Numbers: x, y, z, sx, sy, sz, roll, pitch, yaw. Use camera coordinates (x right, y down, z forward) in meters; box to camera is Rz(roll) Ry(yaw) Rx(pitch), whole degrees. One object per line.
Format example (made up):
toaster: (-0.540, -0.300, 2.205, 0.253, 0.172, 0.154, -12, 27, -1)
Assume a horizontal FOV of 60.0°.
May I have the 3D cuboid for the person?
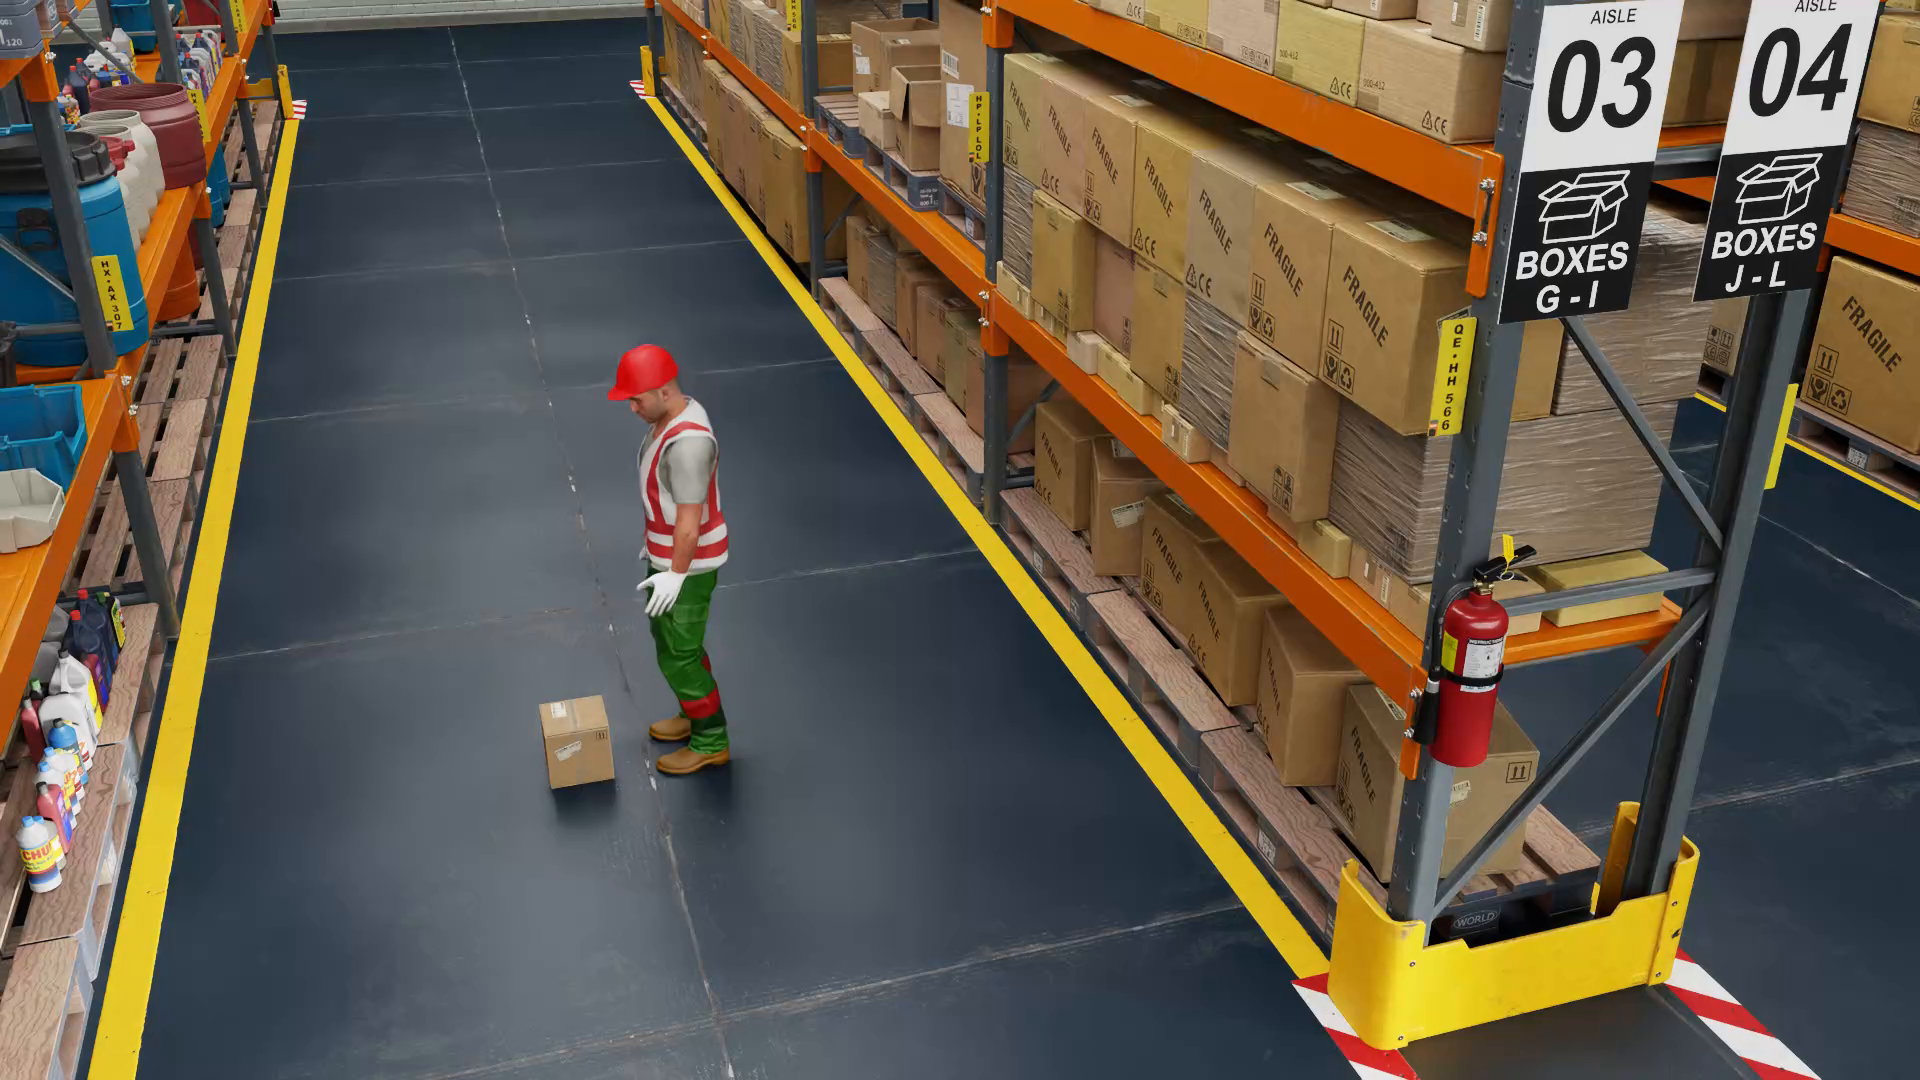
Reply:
person: (-1.102, 0.078, 6.459, 0.400, 1.765, 0.535, -8, 27, -15)
